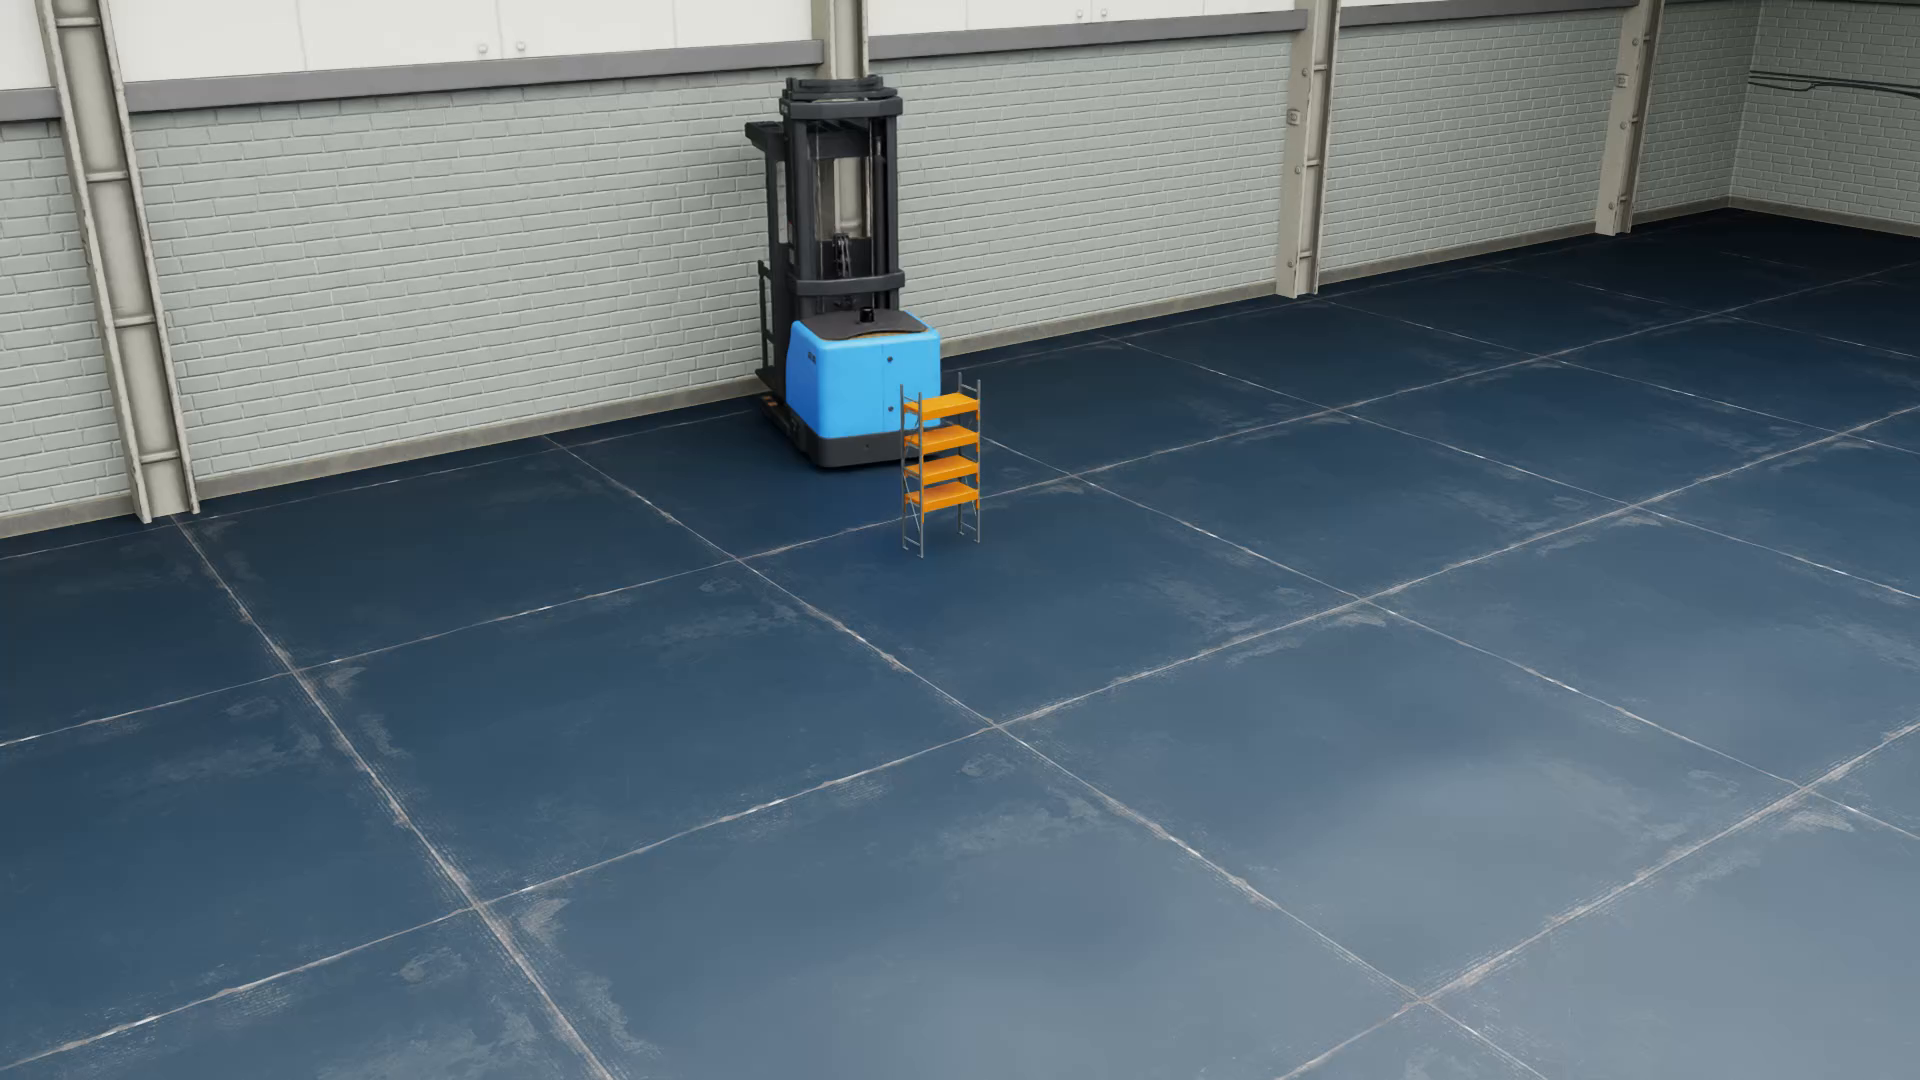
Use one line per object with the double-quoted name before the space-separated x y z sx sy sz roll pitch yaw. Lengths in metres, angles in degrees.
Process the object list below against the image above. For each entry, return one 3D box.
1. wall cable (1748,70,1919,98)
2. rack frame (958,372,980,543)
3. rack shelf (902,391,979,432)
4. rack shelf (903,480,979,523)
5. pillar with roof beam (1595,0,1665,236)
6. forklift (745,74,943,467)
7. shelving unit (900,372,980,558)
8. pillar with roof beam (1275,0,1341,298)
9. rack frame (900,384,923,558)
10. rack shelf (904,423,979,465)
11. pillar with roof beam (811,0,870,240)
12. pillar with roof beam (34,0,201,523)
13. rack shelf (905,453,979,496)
"wall cable" 11.856 -7.083 21.695 0.112 2.526 3.097 -15 26 -33
"rack frame" 0.064 -0.574 11.717 0.015 1.200 0.240 -15 26 -33
"rack shelf" -0.134 -0.886 11.439 0.480 0.148 0.258 -15 26 -33
"rack shelf" -0.134 -0.275 11.683 0.480 0.148 0.258 -15 26 -33
"pillar with roof beam" 11.207 -6.991 17.273 0.400 9.000 9.100 -15 26 -33
"forklift" -1.140 -2.448 14.078 1.130 2.935 3.031 -8 23 -19
"shelving unit" -0.134 -0.521 11.584 0.503 1.200 0.258 -15 26 -33
"pillar with roof beam" 6.336 -5.692 14.018 0.400 9.000 9.100 -15 26 -33
"rack frame" -0.332 -0.469 11.452 0.015 1.200 0.240 -15 26 -33
"rack shelf" -0.134 -0.667 11.526 0.480 0.148 0.258 -15 26 -33
"pillar with roof beam" 1.466 -4.393 10.764 0.400 9.000 9.100 -15 26 -33
"pillar with roof beam" -3.405 -3.094 7.509 0.400 9.000 9.100 -15 26 -33
"rack shelf" -0.134 -0.459 11.609 0.480 0.148 0.258 -15 26 -33
